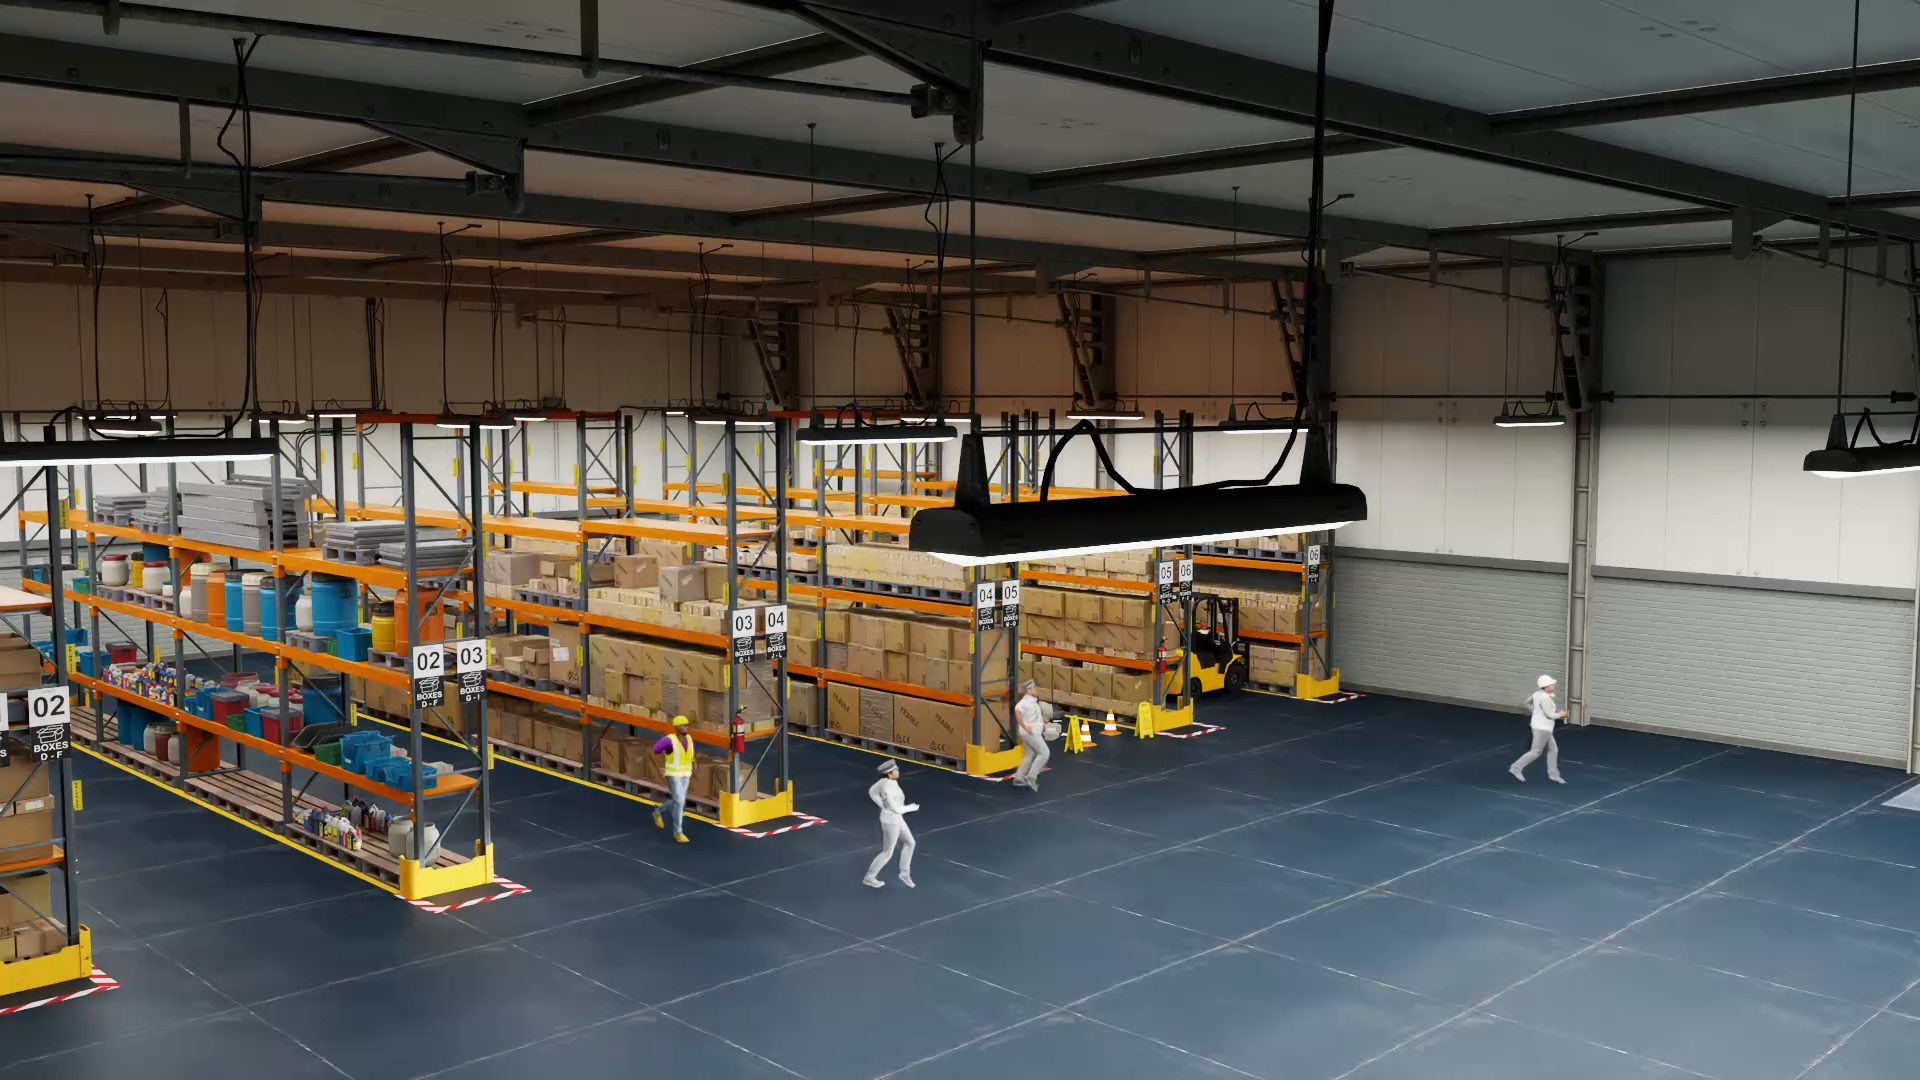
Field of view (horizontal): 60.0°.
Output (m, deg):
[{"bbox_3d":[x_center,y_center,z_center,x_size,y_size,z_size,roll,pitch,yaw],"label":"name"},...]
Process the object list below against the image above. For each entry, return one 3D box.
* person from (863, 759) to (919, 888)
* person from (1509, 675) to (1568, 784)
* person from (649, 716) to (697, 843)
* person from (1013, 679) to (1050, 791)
[{"bbox_3d":[-0.893,3.655,21.358,0.733,1.728,0.618,-1,5,-8],"label":"person"},{"bbox_3d":[9.428,3.095,27.080,0.954,1.806,0.665,1,5,9],"label":"person"},{"bbox_3d":[-4.081,3.403,23.916,0.877,1.764,0.738,4,6,39],"label":"person"},{"bbox_3d":[1.148,3.143,26.881,0.592,1.811,0.659,0,5,-1],"label":"person"}]
